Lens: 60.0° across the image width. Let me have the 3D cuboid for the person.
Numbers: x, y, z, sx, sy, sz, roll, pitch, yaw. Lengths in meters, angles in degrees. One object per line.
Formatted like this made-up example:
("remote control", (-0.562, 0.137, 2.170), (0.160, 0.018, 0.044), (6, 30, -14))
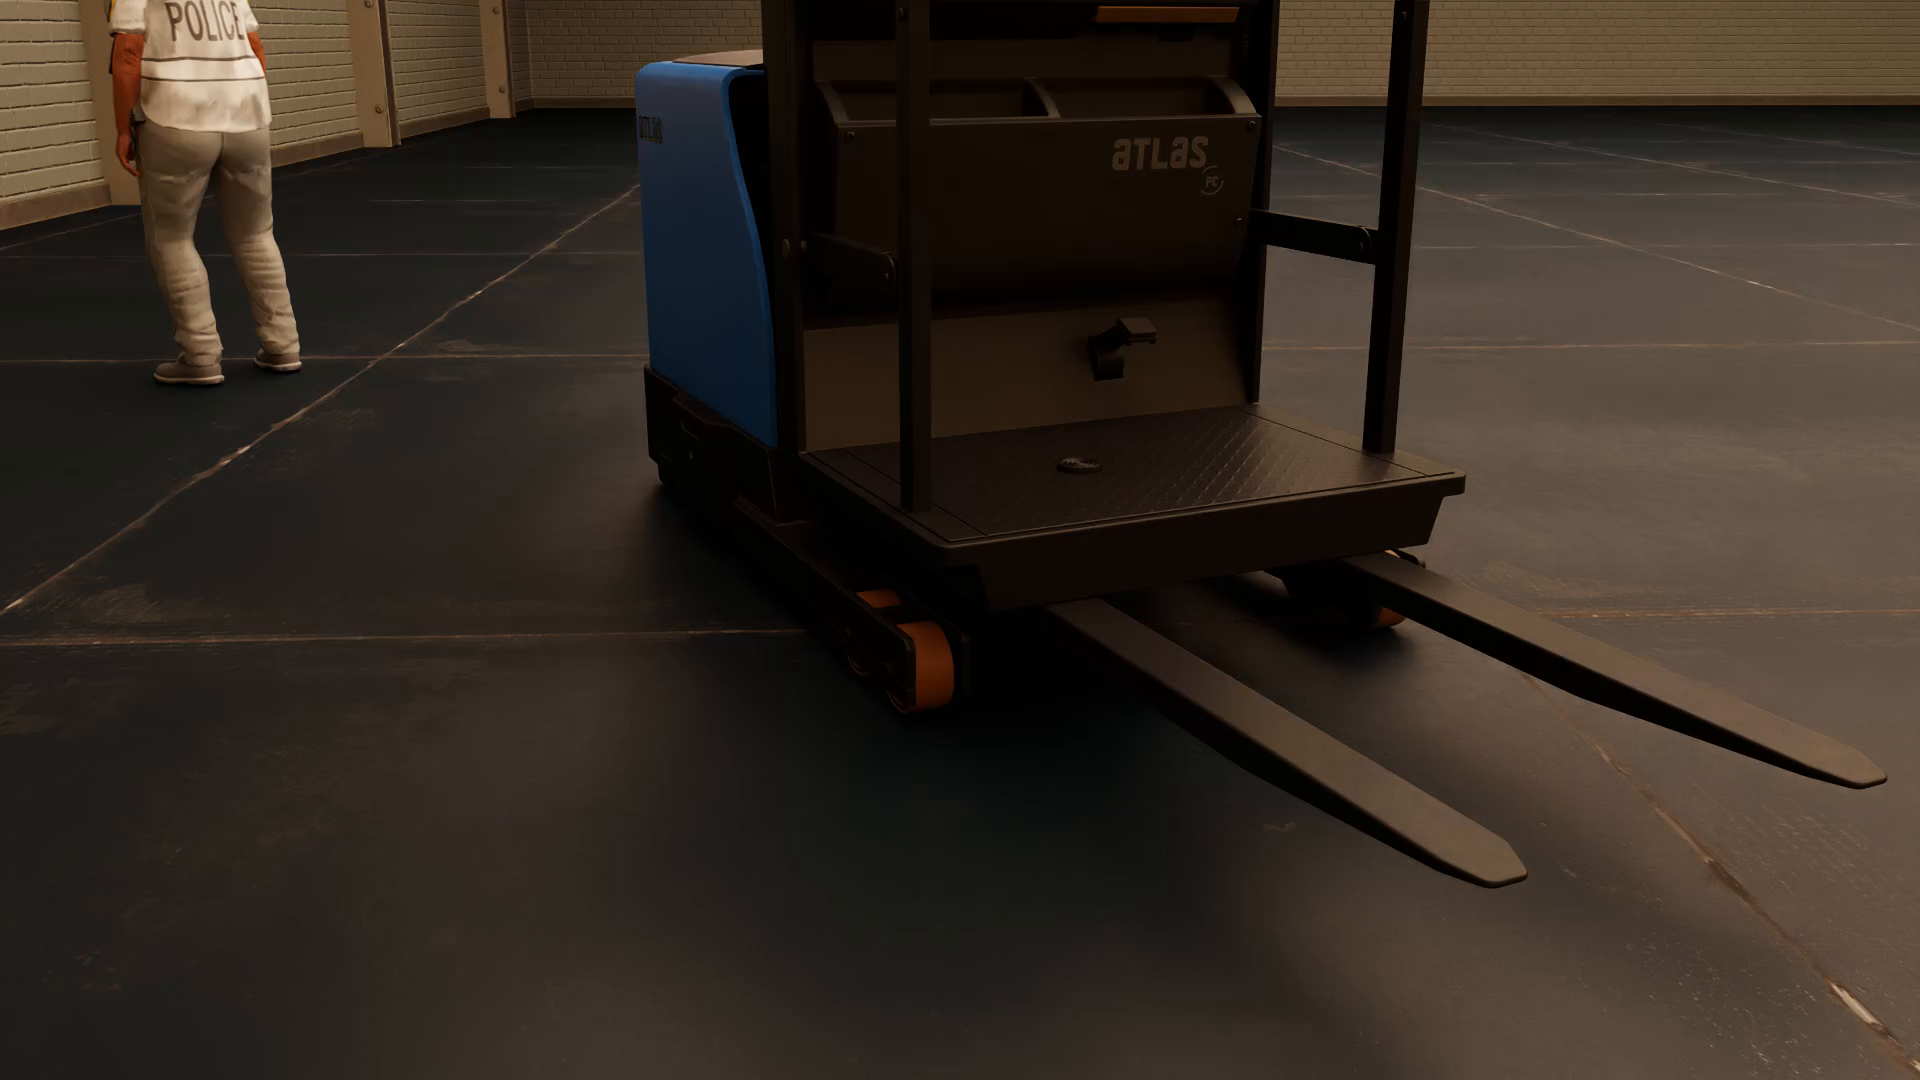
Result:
("person", (-2.538, -1.363, 5.529), (0.468, 1.666, 0.564), (12, 21, 34))

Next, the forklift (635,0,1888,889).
("forklift", (0.258, -1.240, 2.962), (1.130, 2.935, 3.031), (-8, 19, -24))
